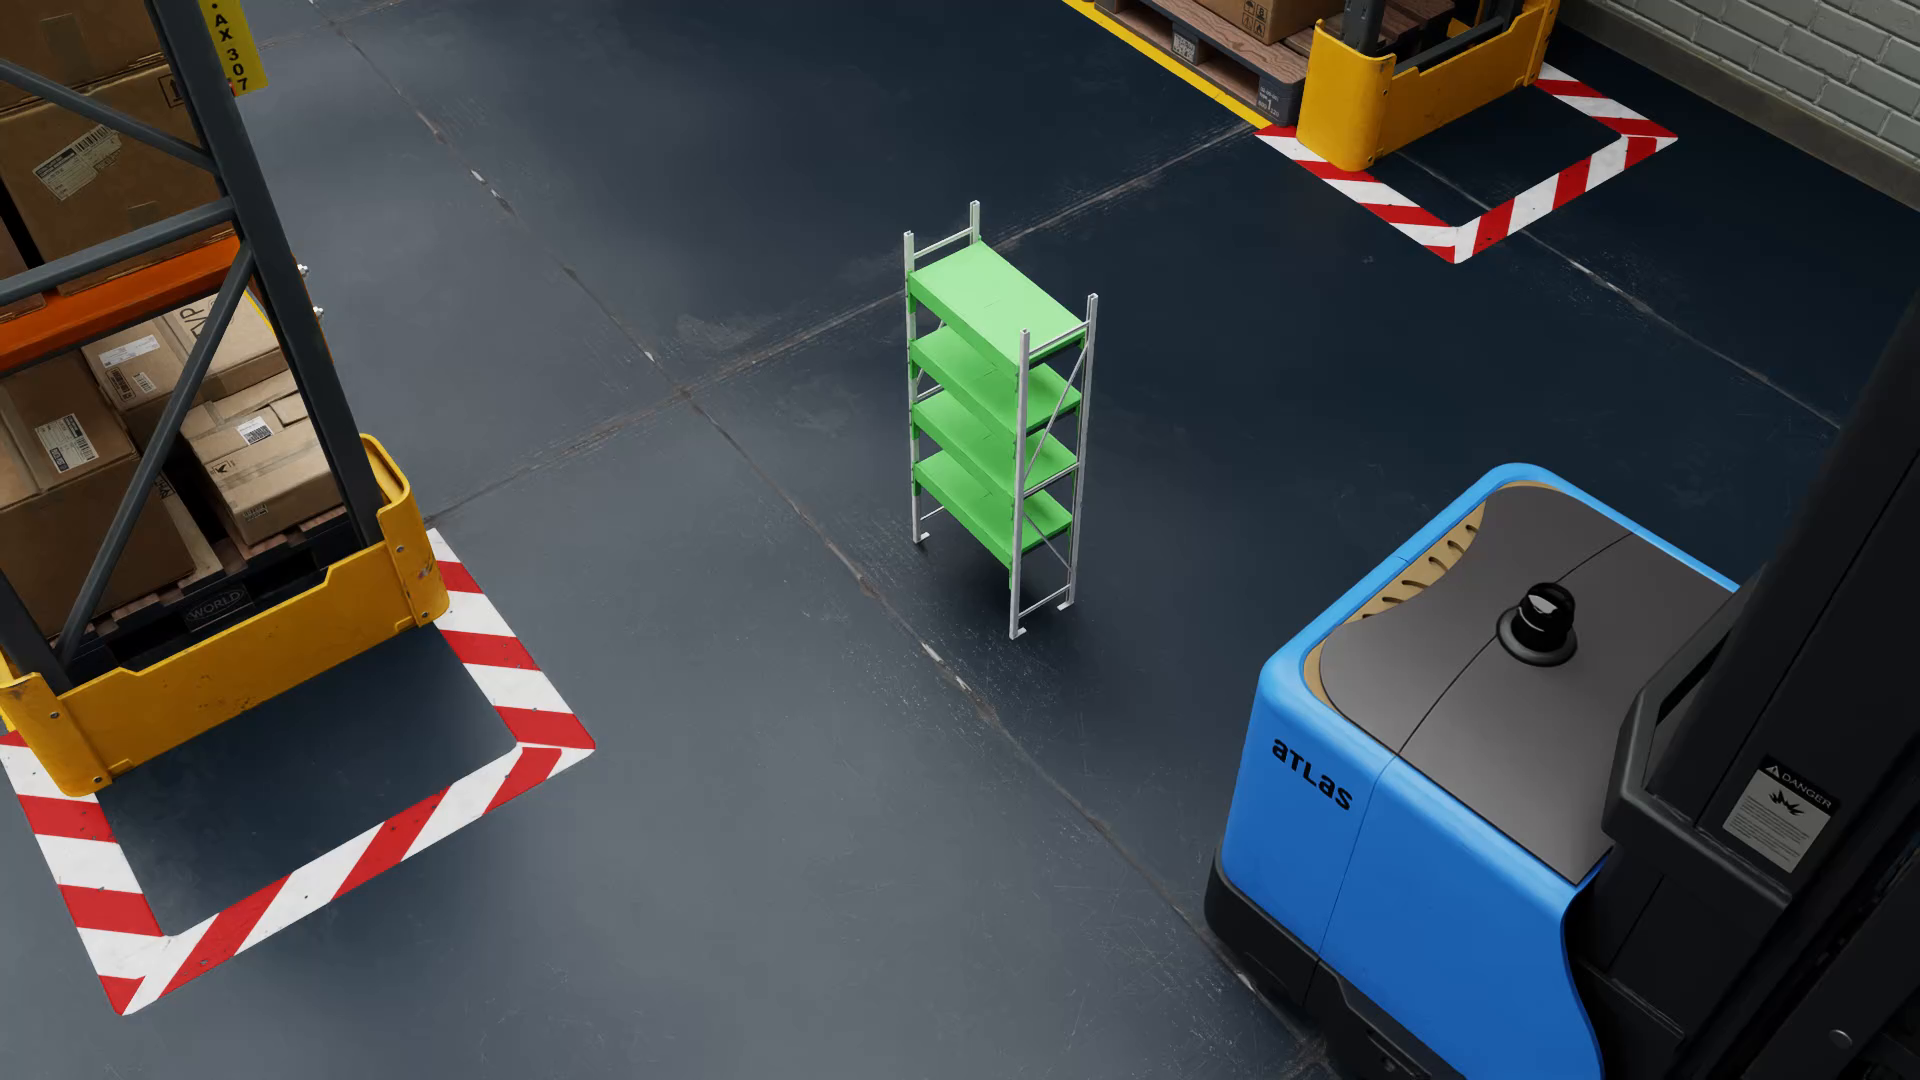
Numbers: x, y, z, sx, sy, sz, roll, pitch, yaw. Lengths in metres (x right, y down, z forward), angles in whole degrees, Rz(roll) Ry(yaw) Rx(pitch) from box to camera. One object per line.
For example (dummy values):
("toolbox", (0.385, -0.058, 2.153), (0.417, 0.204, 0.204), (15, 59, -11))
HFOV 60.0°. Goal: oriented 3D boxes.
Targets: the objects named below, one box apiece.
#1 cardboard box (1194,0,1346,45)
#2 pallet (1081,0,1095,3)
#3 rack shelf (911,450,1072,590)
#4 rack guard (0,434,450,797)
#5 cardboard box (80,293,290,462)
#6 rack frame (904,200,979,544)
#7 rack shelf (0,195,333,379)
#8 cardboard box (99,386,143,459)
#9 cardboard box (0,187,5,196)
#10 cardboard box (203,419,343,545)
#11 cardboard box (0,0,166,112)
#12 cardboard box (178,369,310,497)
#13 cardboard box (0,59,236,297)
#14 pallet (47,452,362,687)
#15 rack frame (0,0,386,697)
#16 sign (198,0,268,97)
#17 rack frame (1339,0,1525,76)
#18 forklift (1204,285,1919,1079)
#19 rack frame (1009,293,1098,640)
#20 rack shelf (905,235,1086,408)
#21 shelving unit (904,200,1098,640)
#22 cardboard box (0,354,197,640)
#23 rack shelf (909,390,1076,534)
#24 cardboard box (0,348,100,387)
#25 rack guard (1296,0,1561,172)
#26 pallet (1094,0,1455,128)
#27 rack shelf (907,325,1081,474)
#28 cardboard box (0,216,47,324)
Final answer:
("cardboard box", (1.383, -2.488, 6.884), (0.700, 0.500, 0.500), (-29, 54, -24))
("pallet", (0.606, -3.037, 7.861), (1.003, 0.211, 1.213), (-29, 54, -24))
("rack shelf", (0.100, -0.101, 4.942), (0.258, 0.148, 0.480), (-29, 54, -24))
("rack guard", (-2.100, 0.201, 4.731), (1.175, 0.500, 0.348), (-29, 54, -24))
("cardboard box", (-2.460, -0.561, 5.293), (0.500, 0.250, 0.500), (-29, 54, -24))
("rack frame", (-0.048, -0.449, 4.847), (0.240, 1.200, 0.015), (-29, 54, -24))
("rack shelf", (-3.265, -1.532, 5.099), (1.077, 0.370, 4.000), (-29, 54, -24))
("cardboard box", (-2.753, -0.279, 5.094), (0.380, 0.166, 0.250), (-29, 54, -24))
("cardboard box", (-2.429, -1.309, 4.345), (0.500, 0.500, 0.500), (-30, 54, -24))
("cardboard box", (-2.034, -0.185, 5.021), (0.380, 0.149, 0.250), (-29, 54, -24))
("cardboard box", (-2.113, -1.343, 3.701), (0.500, 0.500, 0.500), (-28, 54, -23))
("cardboard box", (-2.185, -0.339, 5.148), (0.380, 0.166, 0.250), (-29, 54, -24))
("cardboard box", (-2.113, -1.007, 4.071), (0.500, 0.500, 0.500), (-28, 54, -23))
("pallet", (-2.583, -0.172, 5.263), (1.003, 0.211, 1.213), (-29, 54, -24))
("rack frame", (-2.054, -0.594, 3.764), (1.000, 3.000, 0.127), (-29, 54, -24))
("sign", (-1.622, -1.128, 3.664), (0.100, 0.325, 0.005), (-29, 54, -24))
("rack frame", (1.886, -2.818, 5.780), (1.000, 3.000, 0.127), (-29, 54, -24))
("forklift", (2.007, 0.564, 2.761), (1.130, 2.935, 3.031), (-35, 57, -28))
("rack frame", (0.248, -0.162, 4.587), (0.240, 1.200, 0.015), (-29, 54, -24))
("rack shelf", (0.100, -0.585, 4.409), (0.258, 0.148, 0.480), (-29, 54, -24))
("shelving unit", (0.100, -0.305, 4.717), (0.258, 1.200, 0.503), (-29, 54, -24))
("cardboard box", (-2.579, -0.112, 4.717), (0.500, 0.500, 0.500), (-29, 54, -24))
("rack shelf", (0.100, -0.262, 4.764), (0.258, 0.148, 0.480), (-29, 54, -24))
("cardboard box", (-3.130, -0.602, 5.330), (0.500, 0.250, 0.500), (-29, 54, -24))
("rack guard", (1.901, -1.965, 6.694), (1.175, 0.500, 0.348), (-29, 54, -24))
("pallet", (1.340, -2.318, 7.209), (1.003, 0.211, 1.213), (-29, 54, -24))
("rack shelf", (0.100, -0.424, 4.587), (0.258, 0.148, 0.480), (-29, 54, -24))
("cardboard box", (-2.542, -0.770, 3.856), (0.500, 0.500, 0.500), (-28, 54, -23))
